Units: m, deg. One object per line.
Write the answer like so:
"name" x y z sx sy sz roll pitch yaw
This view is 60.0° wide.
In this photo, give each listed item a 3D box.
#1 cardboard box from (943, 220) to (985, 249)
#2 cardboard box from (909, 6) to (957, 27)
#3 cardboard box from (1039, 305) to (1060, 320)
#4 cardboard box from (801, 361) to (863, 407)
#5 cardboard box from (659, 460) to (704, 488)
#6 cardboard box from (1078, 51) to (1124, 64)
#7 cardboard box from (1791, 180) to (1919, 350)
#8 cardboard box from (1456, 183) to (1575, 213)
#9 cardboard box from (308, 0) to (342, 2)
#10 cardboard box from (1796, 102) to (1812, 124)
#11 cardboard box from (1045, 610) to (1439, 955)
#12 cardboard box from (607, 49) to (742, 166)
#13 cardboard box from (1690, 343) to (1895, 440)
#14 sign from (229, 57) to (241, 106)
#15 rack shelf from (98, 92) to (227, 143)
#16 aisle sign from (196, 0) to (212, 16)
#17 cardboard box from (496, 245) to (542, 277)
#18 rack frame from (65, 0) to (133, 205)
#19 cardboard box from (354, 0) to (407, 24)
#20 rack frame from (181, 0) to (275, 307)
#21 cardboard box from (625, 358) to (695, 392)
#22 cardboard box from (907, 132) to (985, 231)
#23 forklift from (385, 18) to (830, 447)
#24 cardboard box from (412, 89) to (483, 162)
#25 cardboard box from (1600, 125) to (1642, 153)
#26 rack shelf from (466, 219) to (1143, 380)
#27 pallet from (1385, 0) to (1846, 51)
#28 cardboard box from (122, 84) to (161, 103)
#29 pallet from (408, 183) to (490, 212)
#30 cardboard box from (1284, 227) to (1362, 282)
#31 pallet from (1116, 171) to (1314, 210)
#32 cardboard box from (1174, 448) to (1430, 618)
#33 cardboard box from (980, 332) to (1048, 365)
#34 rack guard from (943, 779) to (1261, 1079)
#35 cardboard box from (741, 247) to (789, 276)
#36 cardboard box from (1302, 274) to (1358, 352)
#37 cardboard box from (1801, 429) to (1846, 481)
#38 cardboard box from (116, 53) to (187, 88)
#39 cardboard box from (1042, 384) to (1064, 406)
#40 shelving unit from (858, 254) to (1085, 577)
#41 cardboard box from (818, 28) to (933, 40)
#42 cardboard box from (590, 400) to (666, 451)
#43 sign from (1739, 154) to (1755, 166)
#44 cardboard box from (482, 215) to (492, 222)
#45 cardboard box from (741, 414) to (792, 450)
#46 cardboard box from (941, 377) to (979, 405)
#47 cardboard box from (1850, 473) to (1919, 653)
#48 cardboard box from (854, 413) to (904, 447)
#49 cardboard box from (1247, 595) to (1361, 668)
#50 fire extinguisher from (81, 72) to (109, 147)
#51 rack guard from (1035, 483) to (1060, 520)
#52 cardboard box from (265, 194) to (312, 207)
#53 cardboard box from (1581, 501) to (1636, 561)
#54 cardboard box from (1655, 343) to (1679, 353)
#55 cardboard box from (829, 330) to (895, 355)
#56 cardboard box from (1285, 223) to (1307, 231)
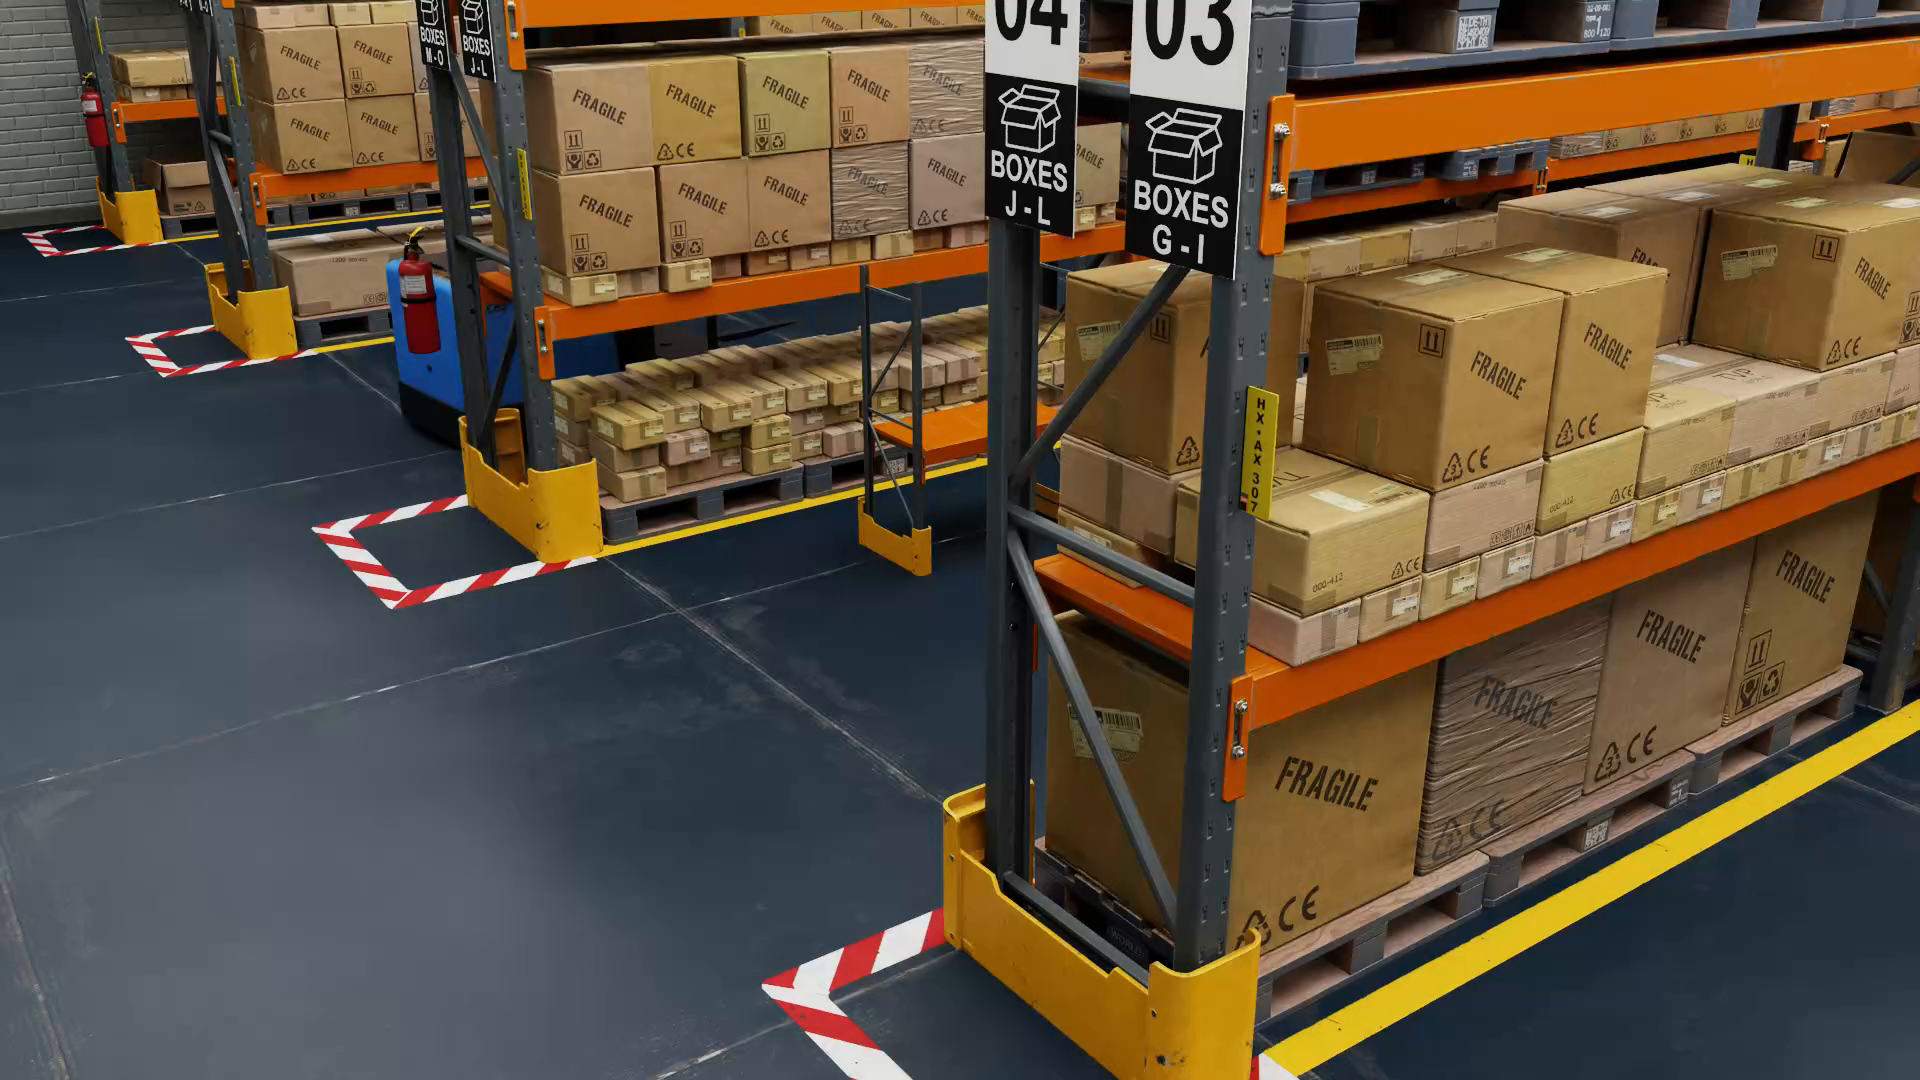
"cardboard box" -0.068 -1.828 9.770 0.250 0.149 0.380 -16 27 -35
"cardboard box" -0.375 -4.649 15.015 0.500 0.500 0.500 -15 26 -34
"cardboard box" 0.451 -1.457 10.977 0.250 0.149 0.380 -14 26 -31
"cardboard box" -0.715 -0.905 9.595 0.250 0.149 0.380 -14 26 -32
"cardboard box" -1.618 -0.425 9.195 0.250 0.149 0.380 -15 26 -33
"cardboard box" 0.628 -2.788 9.950 0.500 0.500 0.500 -16 27 -35
"cardboard box" 3.449 -1.045 6.256 0.500 0.500 0.500 -14 26 -31
"cardboard box" 4.645 -2.443 13.439 0.750 0.750 1.050 -15 26 -34
"cardboard box" -4.842 -4.017 12.556 0.250 0.149 0.380 -15 26 -33
"cardboard box" 7.078 -3.907 14.504 0.500 0.500 0.500 -15 26 -33
"cardboard box" 0.892 0.687 5.427 0.875 0.875 0.875 -15 26 -33
"cardboard box" -1.470 -2.234 8.561 0.500 0.500 0.500 -14 26 -31
"cardboard box" 3.042 -0.589 6.126 0.500 0.250 0.500 -14 26 -31
"sign" -5.049 -3.194 11.579 0.005 0.325 0.100 -15 26 -33
"rack shelf" -6.647 -4.515 17.134 4.000 0.370 1.077 -15 26 -33
"aisle sign" -5.257 -4.028 11.436 0.004 0.787 0.394 -15 26 -33
"cardboard box" -2.296 -1.495 8.935 0.250 0.149 0.380 -15 26 -33
"rack frame" -8.270 -4.416 15.916 0.127 3.000 1.000 -15 26 -33
"cardboard box" -4.266 -3.891 12.242 0.250 0.149 0.380 -16 27 -35
"rack frame" -5.368 -2.923 12.175 0.127 3.000 1.000 -15 26 -33
"cardboard box" -1.740 -0.926 9.646 0.250 0.149 0.380 -16 27 -34
"cardboard box" -0.203 -2.098 9.569 0.500 0.500 0.500 -15 26 -33
"forklift" -2.163 -2.340 10.806 3.031 2.935 1.130 -18 28 -38
"cardboard box" -3.993 -3.210 12.758 0.500 0.500 0.500 -15 26 -33
"cardboard box" 5.032 -3.361 13.137 0.500 0.500 0.500 -15 26 -33
"rack shelf" -0.772 -1.555 9.716 4.000 0.370 1.077 -15 26 -33
"pallet" 2.007 -1.723 5.240 1.213 0.211 1.003 -15 26 -33
"cardboard box" -7.843 -4.288 15.934 0.250 0.149 0.380 -15 26 -33
"pallet" -5.581 -3.838 18.230 1.213 0.211 1.003 -15 26 -33
"cardboard box" 2.453 -2.010 11.680 0.500 0.250 0.500 -14 26 -31
"pallet" 1.557 -2.354 11.008 1.213 0.211 1.003 -15 26 -33
"cardboard box" 0.967 -0.033 4.733 0.500 0.250 0.500 -16 27 -34
"cardboard box" 0.333 -1.191 10.310 0.250 0.149 0.380 -15 26 -33
"rack guard" 0.400 1.224 5.154 0.348 0.500 1.175 -15 26 -33
"cardboard box" -1.144 -1.569 9.121 0.250 0.149 0.380 -15 26 -33
"cardboard box" 2.452 -1.669 11.837 0.500 0.500 0.500 -14 26 -32
"cardboard box" 2.984 -0.360 6.089 0.250 0.149 0.380 -14 26 -32
"cardboard box" -7.745 -4.502 15.931 0.500 0.250 0.500 -15 26 -33
"cardboard box" 0.472 -0.974 10.571 0.250 0.149 0.380 -14 26 -31
"shelving unit" 0.062 -0.713 8.660 1.083 1.500 0.587 -15 26 -33
"cardboard box" -0.496 -2.730 9.805 0.500 0.500 0.500 -14 26 -32
"cardboard box" -1.772 -0.615 8.867 0.250 0.149 0.380 -16 27 -35
"sign" 3.341 -1.470 7.078 0.005 0.325 0.100 -15 26 -33
"cardboard box" -3.420 -2.497 13.996 0.875 0.438 0.875 -16 27 -34
"cardboard box" -1.146 -0.646 9.347 0.250 0.149 0.380 -14 26 -31
"cardboard box" -0.094 -0.956 10.123 0.250 0.149 0.380 -14 26 -32
"cardboard box" 4.174 -0.161 7.552 0.875 0.875 1.225 -15 26 -33
"cardboard box" -0.535 -0.683 9.841 0.250 0.149 0.380 -15 26 -33
"cardboard box" 0.900 0.197 4.694 0.250 0.149 0.380 -15 26 -32
"fire extinguisher" -8.120 -4.036 15.571 0.183 0.674 0.296 -15 26 -33
"rack guard" 0.466 -0.240 9.162 0.087 0.250 0.587 -15 26 -33
"cardboard box" -7.002 -3.727 16.996 0.500 0.500 0.700 -14 26 -31
"cardboard box" 1.942 -0.082 5.393 0.250 0.149 0.380 -15 26 -33
"cardboard box" 2.308 -0.633 6.238 0.500 0.250 0.500 -14 26 -32
"cardboard box" -0.609 -1.168 10.253 0.250 0.149 0.380 -16 27 -35
"cardboard box" 2.154 -2.167 12.075 0.500 0.250 0.500 -16 27 -35
